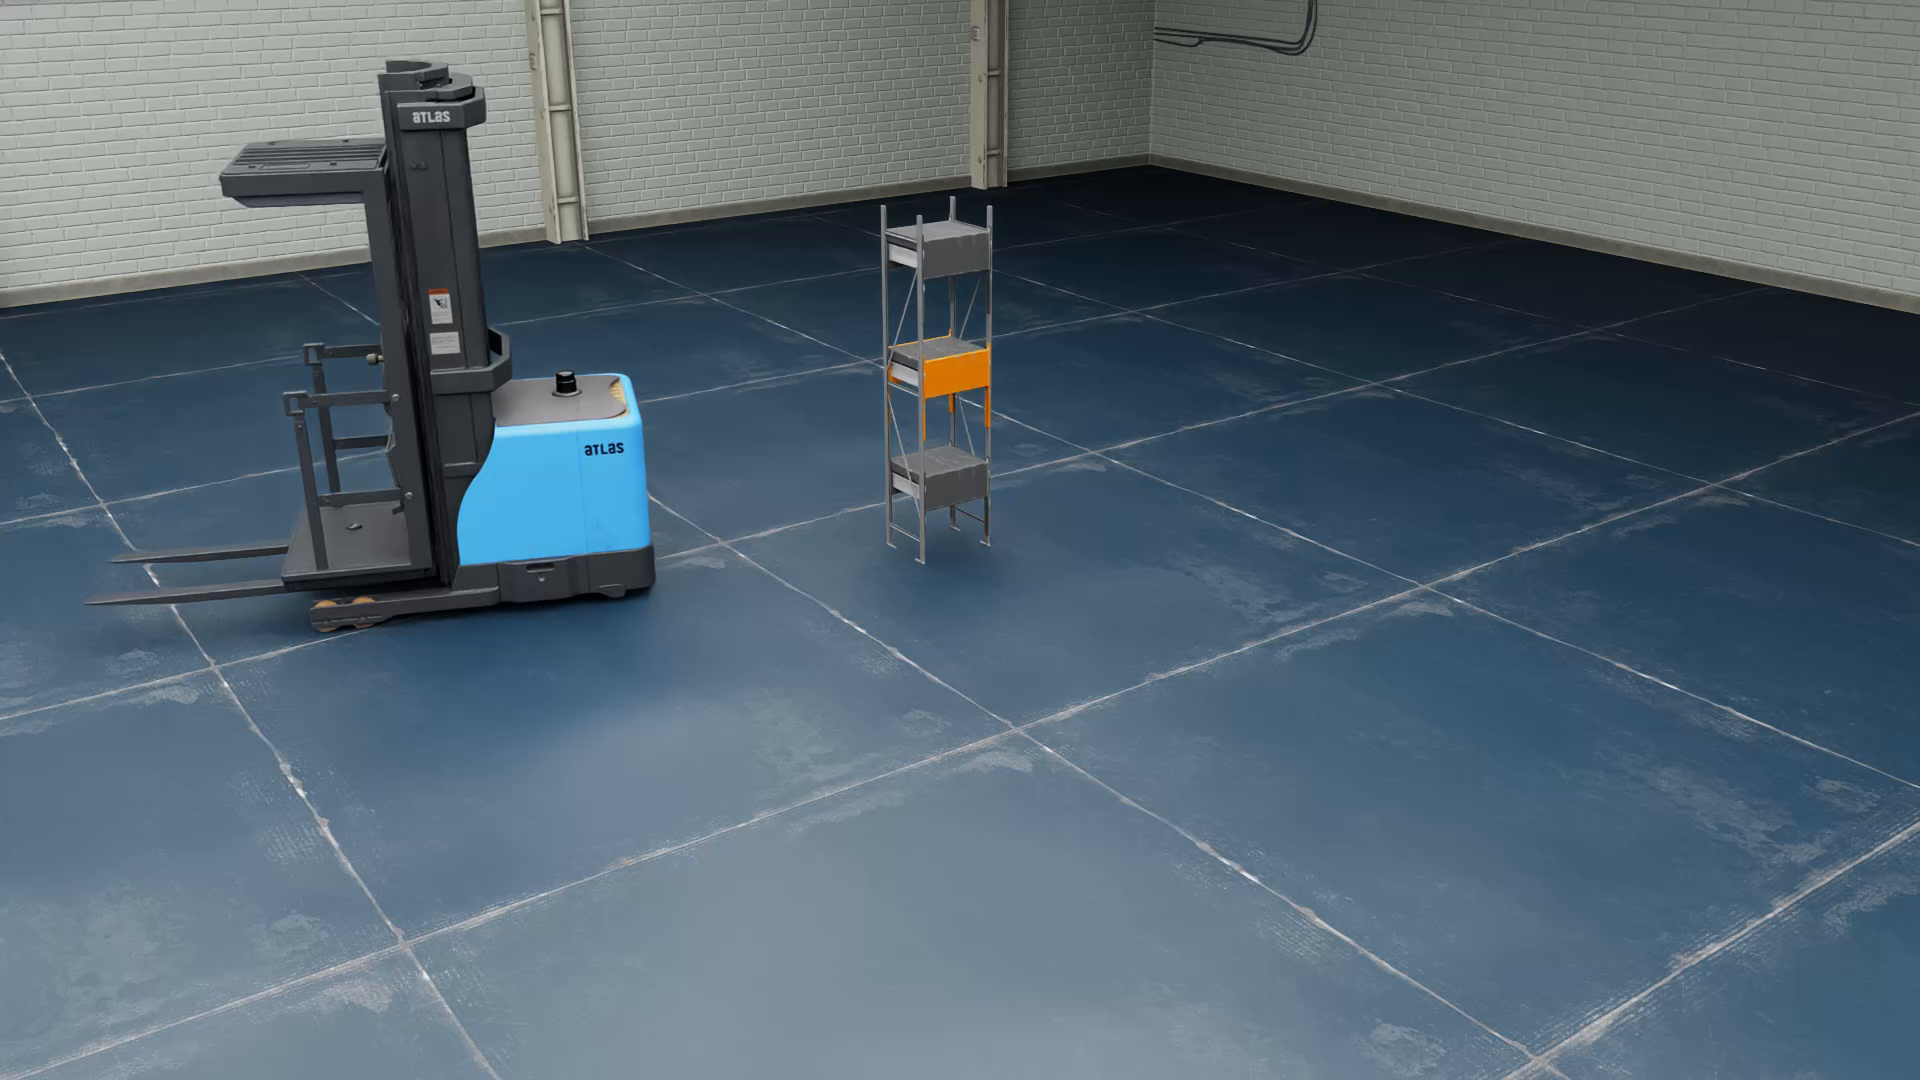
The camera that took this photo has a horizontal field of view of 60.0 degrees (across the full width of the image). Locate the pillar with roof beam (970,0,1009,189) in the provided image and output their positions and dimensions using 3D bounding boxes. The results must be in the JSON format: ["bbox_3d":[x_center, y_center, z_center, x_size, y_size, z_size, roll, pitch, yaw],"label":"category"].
[{"bbox_3d":[2.900,-7.618,17.345,0.400,9.000,9.100,-15,26,-33],"label":"pillar with roof beam"}]

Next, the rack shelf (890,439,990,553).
[{"bbox_3d":[-0.134,-0.277,10.182,0.480,0.518,0.431,-15,26,-33],"label":"rack shelf"}]

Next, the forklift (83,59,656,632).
[{"bbox_3d":[-3.333,-1.074,9.132,3.031,2.935,1.130,-6,22,-14],"label":"forklift"}]

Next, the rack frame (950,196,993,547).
[{"bbox_3d":[0.064,-0.992,10.050,0.015,2.100,0.400,-15,26,-33],"label":"rack frame"}]

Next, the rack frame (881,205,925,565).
[{"bbox_3d":[-0.332,-0.887,9.785,0.015,2.100,0.400,-15,26,-33],"label":"rack frame"}]

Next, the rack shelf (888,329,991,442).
[{"bbox_3d":[-0.134,-0.927,9.922,0.480,0.518,0.431,-15,26,-33],"label":"rack shelf"}]

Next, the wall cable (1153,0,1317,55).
[{"bbox_3d":[3.549,-7.711,21.767,0.112,2.526,3.097,-15,26,-33],"label":"wall cable"}]

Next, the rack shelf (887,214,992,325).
[{"bbox_3d":[-0.134,-1.577,9.663,0.480,0.518,0.431,-15,26,-33],"label":"rack shelf"}]

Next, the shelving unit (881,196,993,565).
[{"bbox_3d":[-0.134,-0.939,9.917,0.503,2.100,0.431,-15,26,-33],"label":"shelving unit"}]

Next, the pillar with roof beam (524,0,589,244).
[{"bbox_3d":[-1.971,-6.319,14.090,0.400,9.000,9.100,-15,26,-33],"label":"pillar with roof beam"}]
